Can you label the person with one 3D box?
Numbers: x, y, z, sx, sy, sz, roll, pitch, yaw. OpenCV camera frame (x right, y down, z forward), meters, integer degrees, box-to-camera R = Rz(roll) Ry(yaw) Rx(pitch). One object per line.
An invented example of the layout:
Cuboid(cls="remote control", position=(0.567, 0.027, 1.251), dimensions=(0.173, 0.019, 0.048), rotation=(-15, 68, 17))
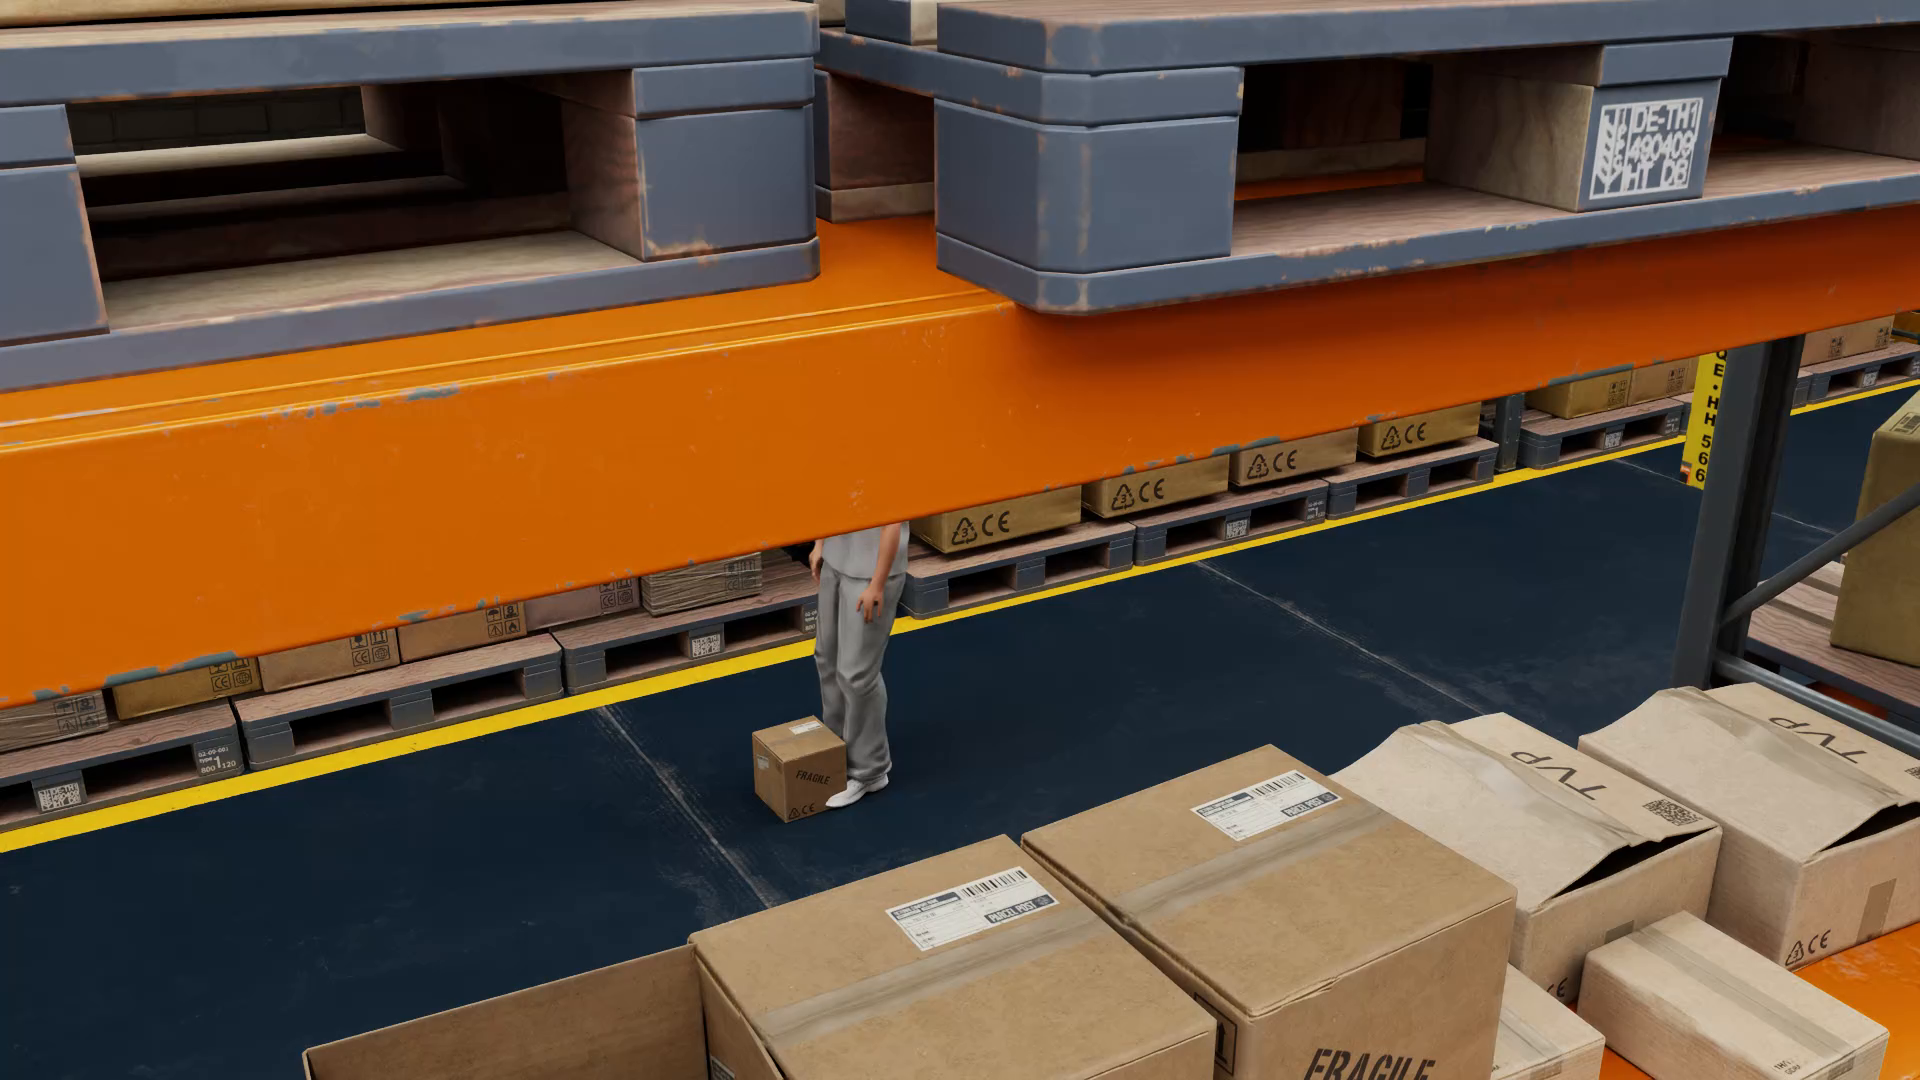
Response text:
Cuboid(cls="person", position=(-0.389, 0.111, 5.811), dimensions=(0.404, 1.673, 0.486), rotation=(-12, 25, -28))
